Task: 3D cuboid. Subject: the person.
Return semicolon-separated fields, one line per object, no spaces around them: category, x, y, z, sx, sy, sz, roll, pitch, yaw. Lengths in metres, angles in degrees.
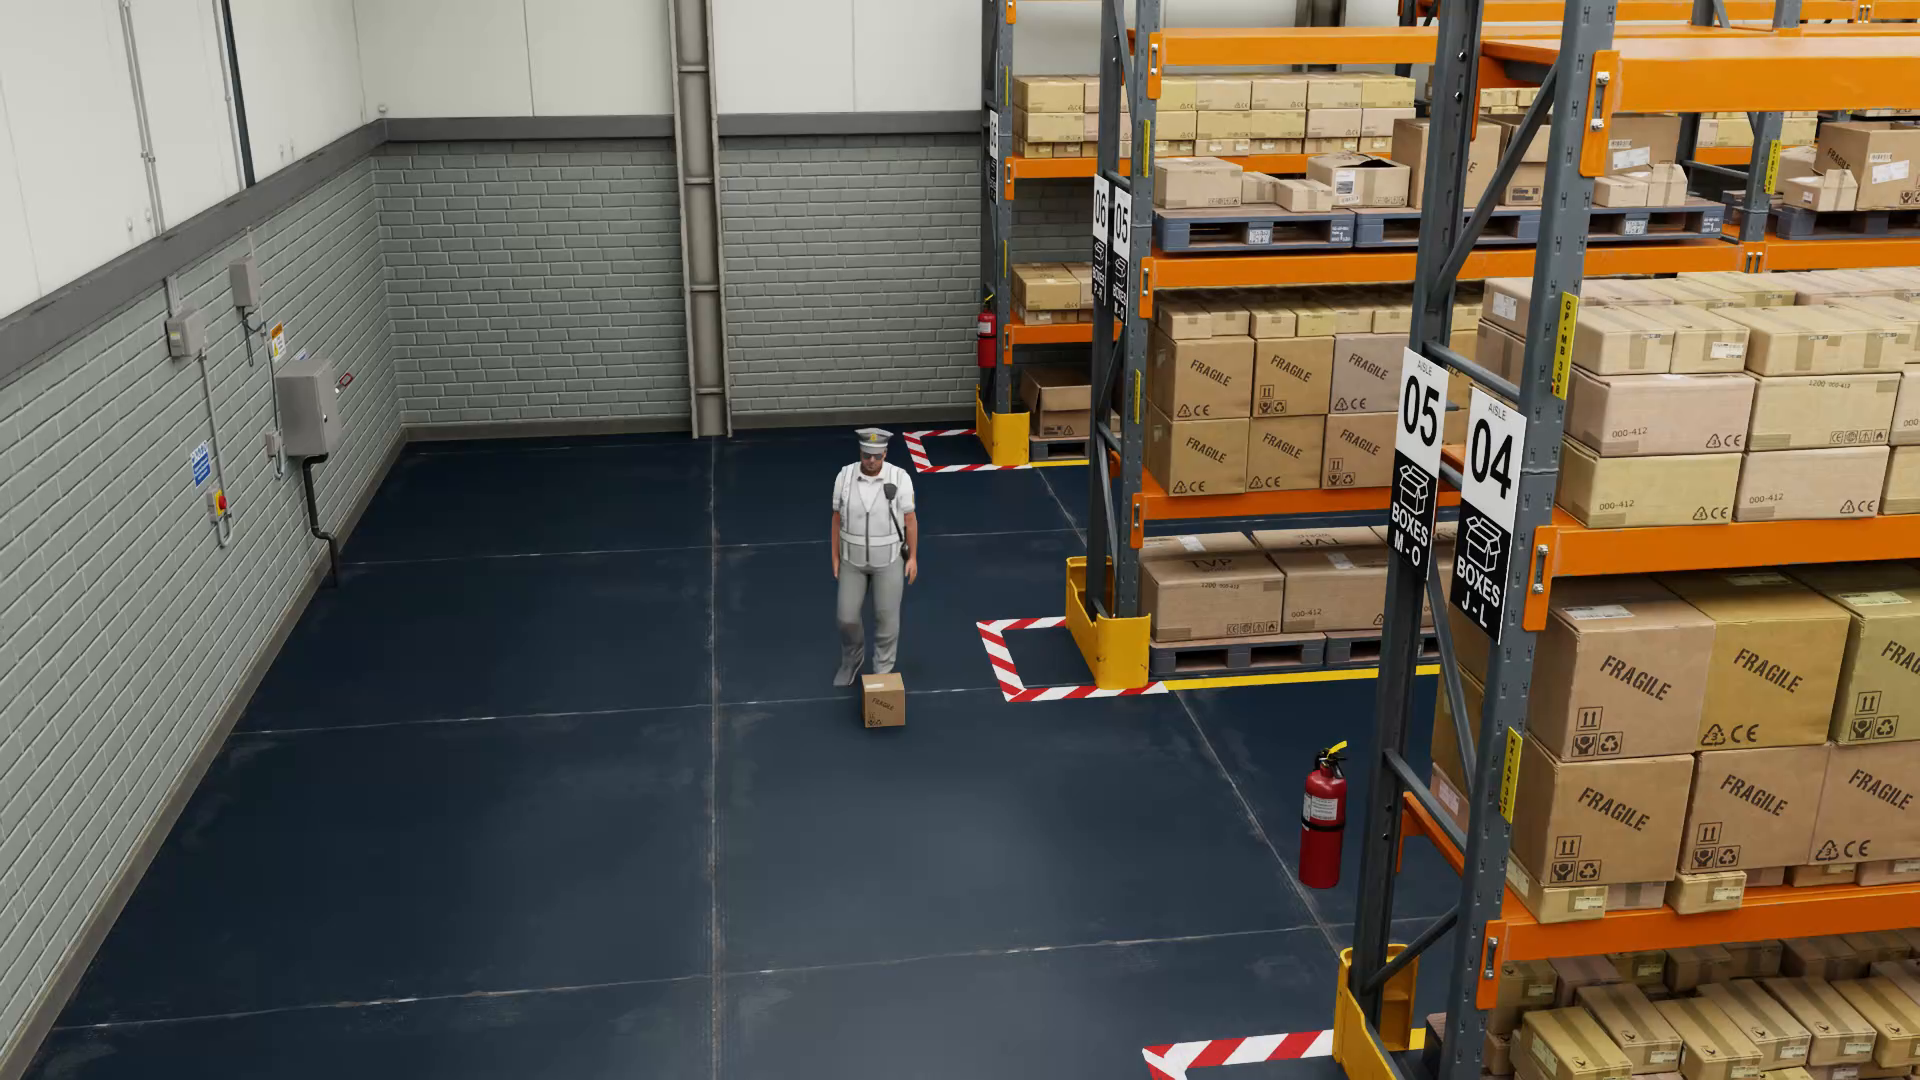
person;-0.565;0.153;10.682;0.567;1.809;0.444;2;20;6
